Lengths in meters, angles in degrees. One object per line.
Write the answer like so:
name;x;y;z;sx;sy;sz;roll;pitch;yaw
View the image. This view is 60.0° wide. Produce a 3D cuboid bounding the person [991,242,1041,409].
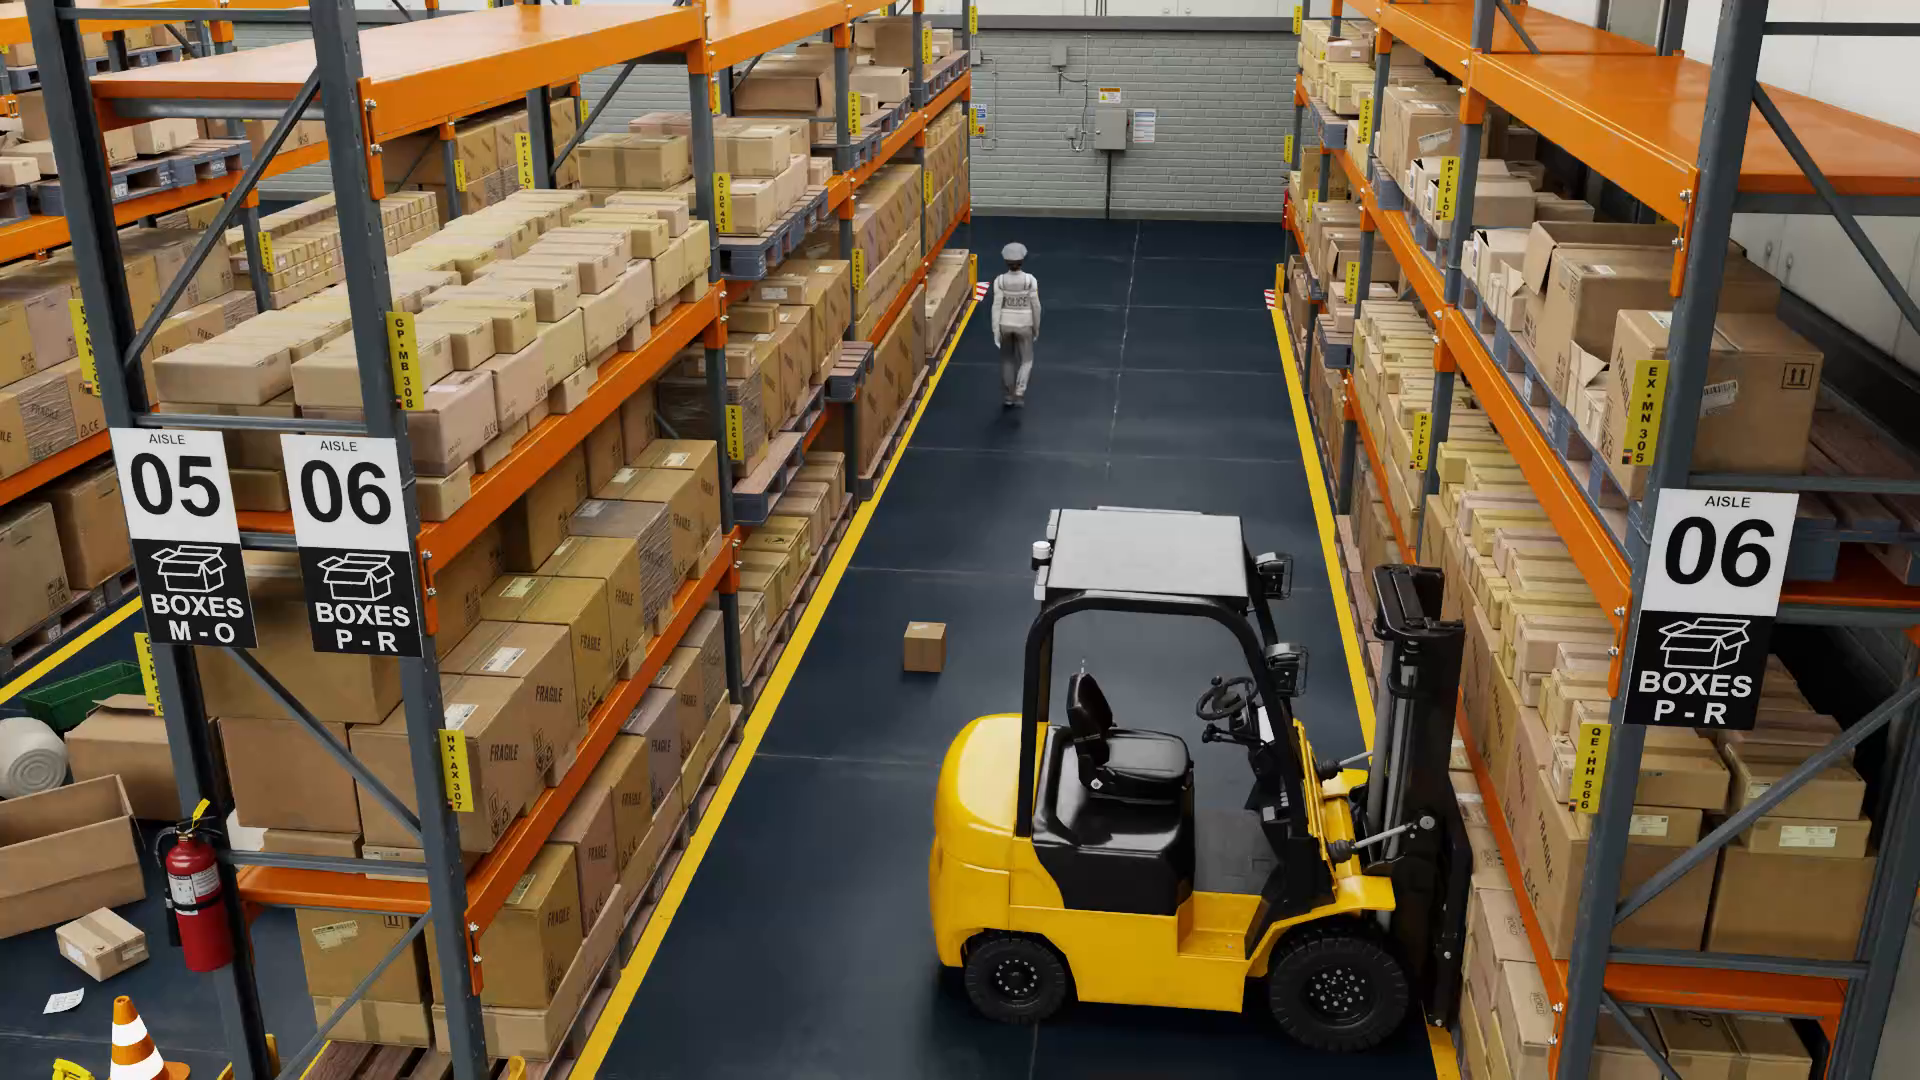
person;0.552;-2.091;16.379;0.482;1.663;0.797;3;22;8
